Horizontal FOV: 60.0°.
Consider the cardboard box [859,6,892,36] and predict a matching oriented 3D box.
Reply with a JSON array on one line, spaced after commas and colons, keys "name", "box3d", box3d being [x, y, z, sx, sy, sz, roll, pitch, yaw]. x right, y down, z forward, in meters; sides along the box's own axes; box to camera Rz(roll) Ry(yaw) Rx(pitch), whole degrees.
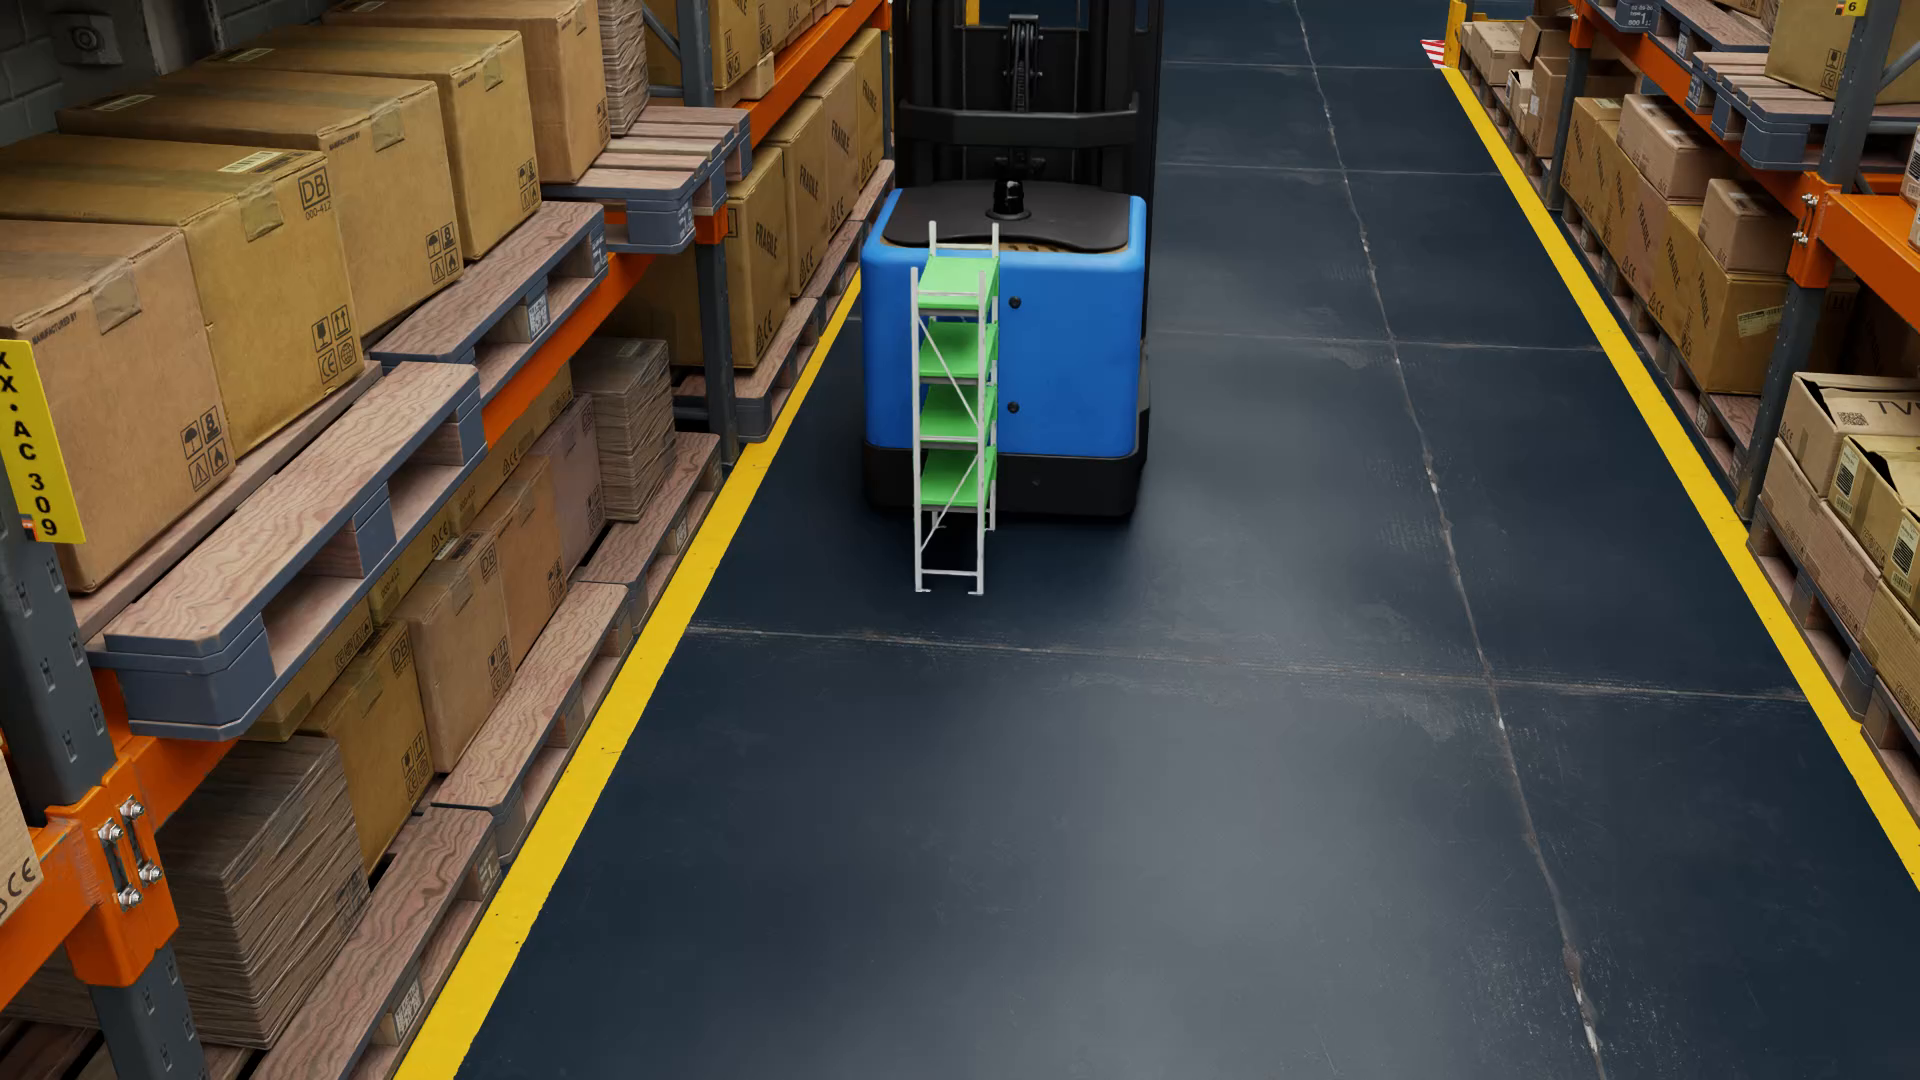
[{"name": "cardboard box", "box3d": [-0.511, -3.420, 10.944, 0.380, 0.149, 0.250, 4, 29, 8]}]

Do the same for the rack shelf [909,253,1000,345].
[{"name": "rack shelf", "box3d": [-0.012, -0.821, 5.632, 0.258, 0.148, 0.480, 3, 28, 5]}]

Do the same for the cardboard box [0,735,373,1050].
[{"name": "cardboard box", "box3d": [-1.834, 0.772, 3.827, 0.700, 0.500, 0.500, 4, 29, 8]}]

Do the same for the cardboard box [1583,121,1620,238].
[{"name": "cardboard box", "box3d": [3.634, -1.895, 8.777, 0.500, 0.500, 0.500, 4, 29, 7]}]

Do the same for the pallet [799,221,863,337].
[{"name": "pallet", "box3d": [-1.094, -1.382, 8.593, 1.003, 0.211, 1.213, 3, 28, 6]}]

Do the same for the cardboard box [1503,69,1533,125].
[{"name": "cardboard box", "box3d": [3.870, -2.915, 10.869, 0.500, 0.311, 0.500, 3, 28, 6]}]

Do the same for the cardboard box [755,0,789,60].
[{"name": "cardboard box", "box3d": [-1.030, -2.314, 6.943, 0.500, 0.500, 0.500, 4, 29, 8]}]

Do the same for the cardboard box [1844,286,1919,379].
[{"name": "cardboard box", "box3d": [3.839, -0.675, 6.513, 0.500, 0.500, 0.500, 5, 29, 8]}]

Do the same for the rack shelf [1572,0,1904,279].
[{"name": "rack shelf", "box3d": [3.745, -2.009, 7.575, 1.077, 0.370, 4.000, 3, 28, 6]}]

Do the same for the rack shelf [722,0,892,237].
[{"name": "rack shelf", "box3d": [-1.172, -2.295, 8.106, 1.077, 0.370, 4.000, 3, 28, 6]}]

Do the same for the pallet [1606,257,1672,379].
[{"name": "pallet", "box3d": [3.780, -1.079, 8.030, 1.003, 0.211, 1.213, 3, 28, 6]}]

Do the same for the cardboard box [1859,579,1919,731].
[{"name": "cardboard box", "box3d": [3.025, 0.352, 4.890, 0.500, 0.250, 0.500, 3, 28, 5]}]

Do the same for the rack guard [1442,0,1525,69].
[{"name": "rack guard", "box3d": [4.470, -4.014, 13.173, 1.175, 0.500, 0.348, 3, 28, 6]}]

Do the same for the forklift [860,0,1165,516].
[{"name": "forklift", "box3d": [0.297, -2.051, 6.966, 1.130, 2.935, 3.031, 3, 28, 5]}]

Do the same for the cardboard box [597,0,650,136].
[{"name": "cardboard box", "box3d": [-1.465, -1.686, 5.648, 0.700, 0.500, 0.500, 0, 28, 0]}]

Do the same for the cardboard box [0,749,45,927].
[{"name": "cardboard box", "box3d": [-1.665, 0.510, 2.278, 0.500, 0.250, 0.500, 3, 29, 6]}]

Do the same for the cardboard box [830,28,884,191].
[{"name": "cardboard box", "box3d": [-0.878, -2.478, 9.511, 0.750, 0.750, 0.750, 4, 29, 7]}]

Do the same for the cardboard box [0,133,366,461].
[{"name": "cardboard box", "box3d": [-1.736, -0.526, 3.494, 0.700, 0.500, 0.500, 6, 29, 11]}]

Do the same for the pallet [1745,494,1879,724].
[{"name": "pallet", "box3d": [3.360, 0.228, 5.603, 1.003, 0.211, 1.213, 3, 28, 6]}]

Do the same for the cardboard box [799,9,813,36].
[{"name": "cardboard box", "box3d": [-0.931, -2.556, 8.076, 0.380, 0.149, 0.250, 4, 29, 8]}]

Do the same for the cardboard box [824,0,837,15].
[{"name": "cardboard box", "box3d": [-0.842, -2.798, 8.524, 0.380, 0.149, 0.250, 3, 28, 6]}]

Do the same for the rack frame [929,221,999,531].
[{"name": "rack frame", "box3d": [0.014, -0.570, 6.043, 0.240, 1.200, 0.015, 3, 28, 5]}]

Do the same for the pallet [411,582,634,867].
[{"name": "pallet", "box3d": [-1.667, 0.497, 5.104, 1.003, 0.211, 1.213, 3, 28, 6]}]

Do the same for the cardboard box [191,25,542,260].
[{"name": "cardboard box", "box3d": [-1.596, -1.099, 4.557, 0.700, 0.500, 0.500, 3, 28, 6]}]

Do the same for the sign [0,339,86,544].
[{"name": "sign", "box3d": [-1.368, -0.141, 2.436, 0.100, 0.325, 0.005, 3, 28, 6]}]

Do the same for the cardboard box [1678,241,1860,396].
[{"name": "cardboard box", "box3d": [3.381, -0.932, 6.988, 0.500, 0.500, 0.500, 4, 29, 8]}]

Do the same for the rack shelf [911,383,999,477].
[{"name": "rack shelf", "box3d": [-0.012, -0.399, 5.860, 0.258, 0.148, 0.480, 3, 28, 5]}]

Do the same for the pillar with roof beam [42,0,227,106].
[{"name": "pillar with roof beam", "box3d": [1.837, -3.500, 3.258, 9.100, 9.000, 0.400, 3, 28, 6]}]

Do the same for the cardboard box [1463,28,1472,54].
[{"name": "cardboard box", "box3d": [4.057, -3.802, 12.667, 0.380, 0.166, 0.250, 3, 28, 6]}]

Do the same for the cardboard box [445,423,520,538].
[{"name": "cardboard box", "box3d": [-1.644, -0.245, 4.923, 0.500, 0.250, 0.500, 3, 28, 6]}]

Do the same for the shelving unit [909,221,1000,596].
[{"name": "shelving unit", "box3d": [-0.012, -0.455, 5.829, 0.258, 1.200, 0.503, 3, 28, 5]}]

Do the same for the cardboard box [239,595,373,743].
[{"name": "cardboard box", "box3d": [-1.783, 0.234, 4.034, 0.500, 0.250, 0.500, 3, 28, 5]}]

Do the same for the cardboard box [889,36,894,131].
[{"name": "cardboard box", "box3d": [-0.734, -2.984, 10.819, 0.700, 0.500, 0.500, 4, 29, 7]}]

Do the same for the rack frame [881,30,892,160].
[{"name": "rack frame", "box3d": [-0.927, -3.553, 9.683, 1.000, 3.000, 0.127, 3, 28, 6]}]

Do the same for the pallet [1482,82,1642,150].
[{"name": "pallet", "box3d": [4.222, -2.939, 11.482, 1.003, 0.211, 1.213, 3, 28, 6]}]

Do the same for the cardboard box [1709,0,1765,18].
[{"name": "cardboard box", "box3d": [3.834, -2.661, 7.478, 0.700, 0.500, 0.500, -4, 29, -7]}]

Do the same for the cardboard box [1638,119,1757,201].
[{"name": "cardboard box", "box3d": [3.505, -1.770, 7.754, 0.500, 0.250, 0.500, 3, 28, 5]}]

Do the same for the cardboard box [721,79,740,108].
[{"name": "cardboard box", "box3d": [-1.108, -1.828, 6.725, 0.380, 0.149, 0.250, 4, 29, 7]}]

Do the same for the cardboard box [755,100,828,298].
[{"name": "cardboard box", "box3d": [-1.083, -1.660, 7.992, 0.750, 0.750, 0.750, 3, 28, 6]}]

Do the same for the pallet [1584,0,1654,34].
[{"name": "pallet", "box3d": [3.783, -2.813, 8.511, 1.003, 0.211, 1.213, 3, 28, 6]}]

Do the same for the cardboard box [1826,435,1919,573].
[{"name": "cardboard box", "box3d": [3.088, -0.128, 5.191, 0.500, 0.311, 0.500, 3, 28, 5]}]

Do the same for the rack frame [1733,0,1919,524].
[{"name": "rack frame", "box3d": [3.499, -1.384, 5.657, 1.000, 3.000, 0.127, 3, 28, 6]}]

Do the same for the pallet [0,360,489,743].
[{"name": "pallet", "box3d": [-1.669, -0.055, 3.391, 1.003, 0.211, 1.213, 3, 28, 6]}]

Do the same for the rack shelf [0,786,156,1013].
[{"name": "rack shelf", "box3d": [-2.153, 1.470, 1.116, 1.077, 0.370, 4.000, 3, 28, 6]}]

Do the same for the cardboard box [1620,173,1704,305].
[{"name": "cardboard box", "box3d": [3.503, -1.422, 7.899, 0.500, 0.500, 0.500, 2, 28, 4]}]

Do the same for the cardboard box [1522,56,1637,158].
[{"name": "cardboard box", "box3d": [3.778, -2.645, 10.169, 0.500, 0.500, 0.500, 3, 28, 6]}]

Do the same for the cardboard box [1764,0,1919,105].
[{"name": "cardboard box", "box3d": [3.465, -1.916, 6.096, 0.700, 0.500, 0.500, -6, 29, -11]}]

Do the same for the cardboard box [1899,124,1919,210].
[{"name": "cardboard box", "box3d": [3.412, -1.177, 5.365, 0.500, 0.311, 0.500, 5, 29, 9]}]

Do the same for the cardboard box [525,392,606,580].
[{"name": "cardboard box", "box3d": [-1.632, -0.186, 5.604, 0.700, 0.500, 0.500, 3, 28, 6]}]

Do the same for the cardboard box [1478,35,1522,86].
[{"name": "cardboard box", "box3d": [4.009, -3.423, 11.877, 0.500, 0.250, 0.500, 3, 28, 6]}]

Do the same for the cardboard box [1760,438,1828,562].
[{"name": "cardboard box", "box3d": [3.144, -0.129, 5.784, 0.500, 0.250, 0.500, 3, 28, 6]}]

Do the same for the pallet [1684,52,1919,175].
[{"name": "pallet", "box3d": [3.513, -1.623, 6.302, 1.213, 0.211, 1.003, 3, 28, 6]}]

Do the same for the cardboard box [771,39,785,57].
[{"name": "cardboard box", "box3d": [-1.017, -2.318, 7.633, 0.380, 0.149, 0.250, 4, 29, 7]}]

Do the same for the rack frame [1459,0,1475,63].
[{"name": "rack frame", "box3d": [4.480, -5.150, 12.647, 1.000, 3.000, 0.127, 3, 28, 6]}]

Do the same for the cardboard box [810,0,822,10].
[{"name": "cardboard box", "box3d": [-0.912, -2.793, 7.832, 0.500, 0.500, 0.500, 4, 29, 8]}]

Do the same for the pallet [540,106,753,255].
[{"name": "pallet", "box3d": [-1.399, -1.244, 5.600, 1.213, 0.211, 1.003, 3, 28, 6]}]

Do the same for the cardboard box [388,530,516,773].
[{"name": "cardboard box", "box3d": [-1.718, 0.288, 4.725, 0.700, 0.500, 0.500, 4, 29, 7]}]

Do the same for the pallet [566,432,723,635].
[{"name": "pallet", "box3d": [-1.515, -0.075, 6.167, 1.003, 0.211, 1.213, 3, 28, 6]}]
